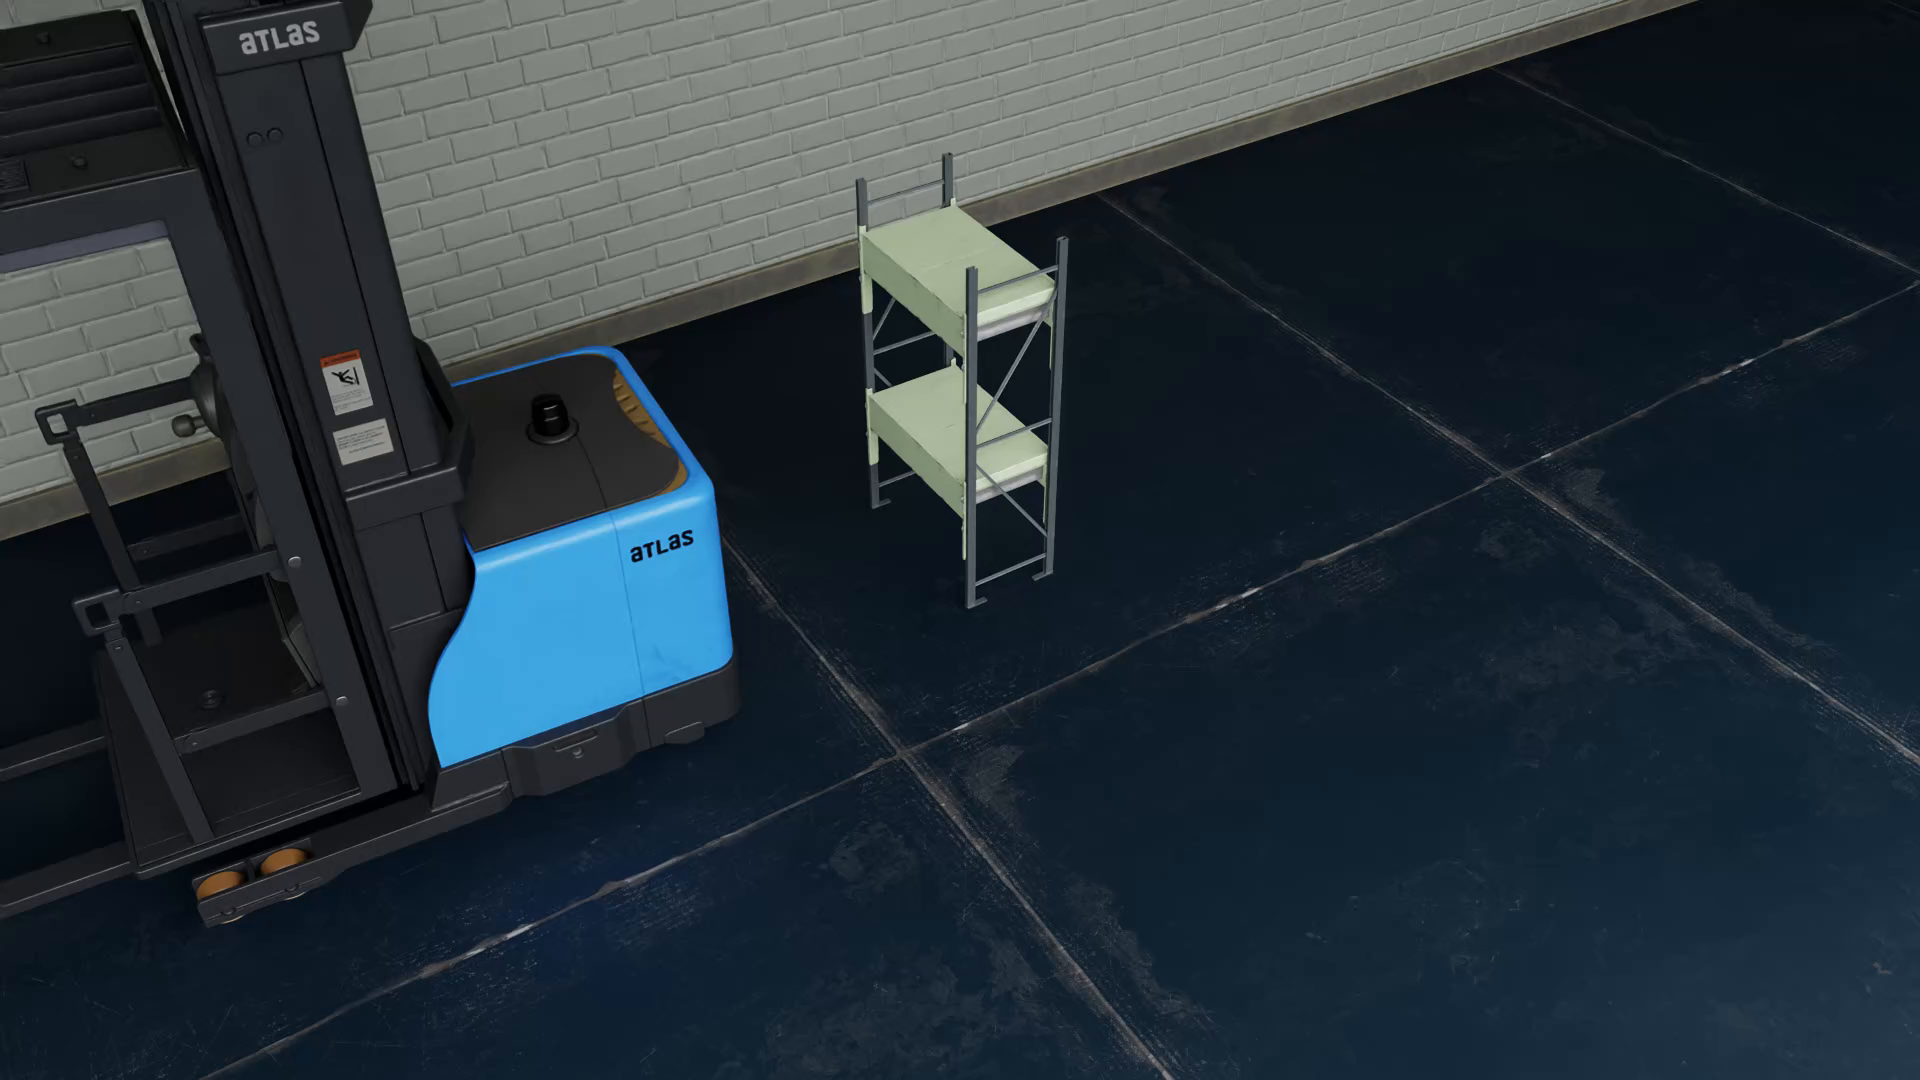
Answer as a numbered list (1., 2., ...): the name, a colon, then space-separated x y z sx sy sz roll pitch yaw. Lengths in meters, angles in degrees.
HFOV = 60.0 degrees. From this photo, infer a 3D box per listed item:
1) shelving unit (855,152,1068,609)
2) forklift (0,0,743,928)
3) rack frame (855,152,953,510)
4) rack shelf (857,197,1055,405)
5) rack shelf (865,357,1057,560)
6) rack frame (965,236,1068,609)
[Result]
1. shelving unit: -0.004 -0.580 6.274 0.431 1.500 0.755 -22 45 -24
2. forklift: -2.319 -0.298 4.818 3.031 2.935 1.130 -19 43 -21
3. rack frame: -0.200 -0.777 6.511 0.400 1.500 0.023 -22 45 -24
4. rack shelf: -0.004 -0.880 6.024 0.431 0.370 0.720 -22 45 -24
5. rack shelf: -0.004 -0.329 6.483 0.431 0.370 0.720 -22 45 -24
6. rack frame: 0.193 -0.382 6.037 0.400 1.500 0.023 -22 45 -24
